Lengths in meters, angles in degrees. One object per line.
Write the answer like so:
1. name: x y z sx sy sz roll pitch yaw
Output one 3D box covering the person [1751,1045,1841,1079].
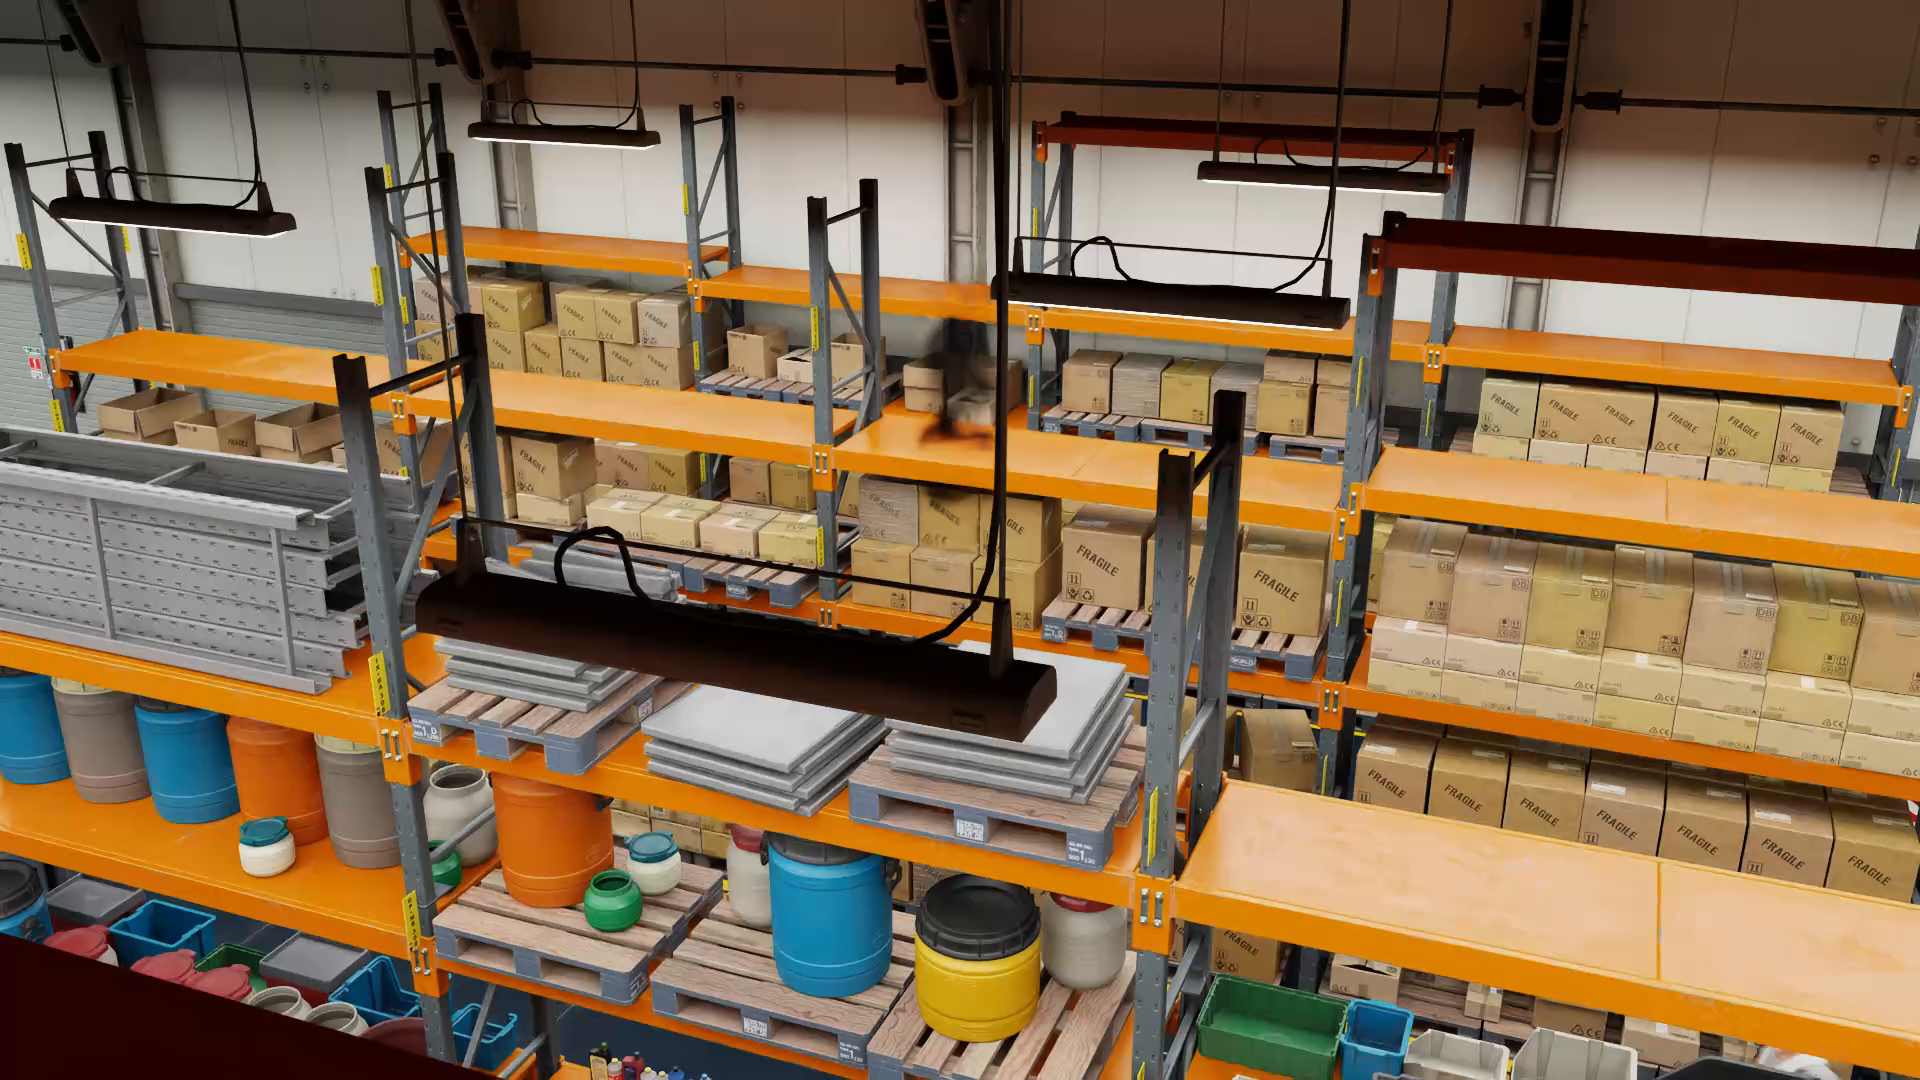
1. person: 5.065 3.677 10.290 0.662 1.828 0.700 5 21 13
